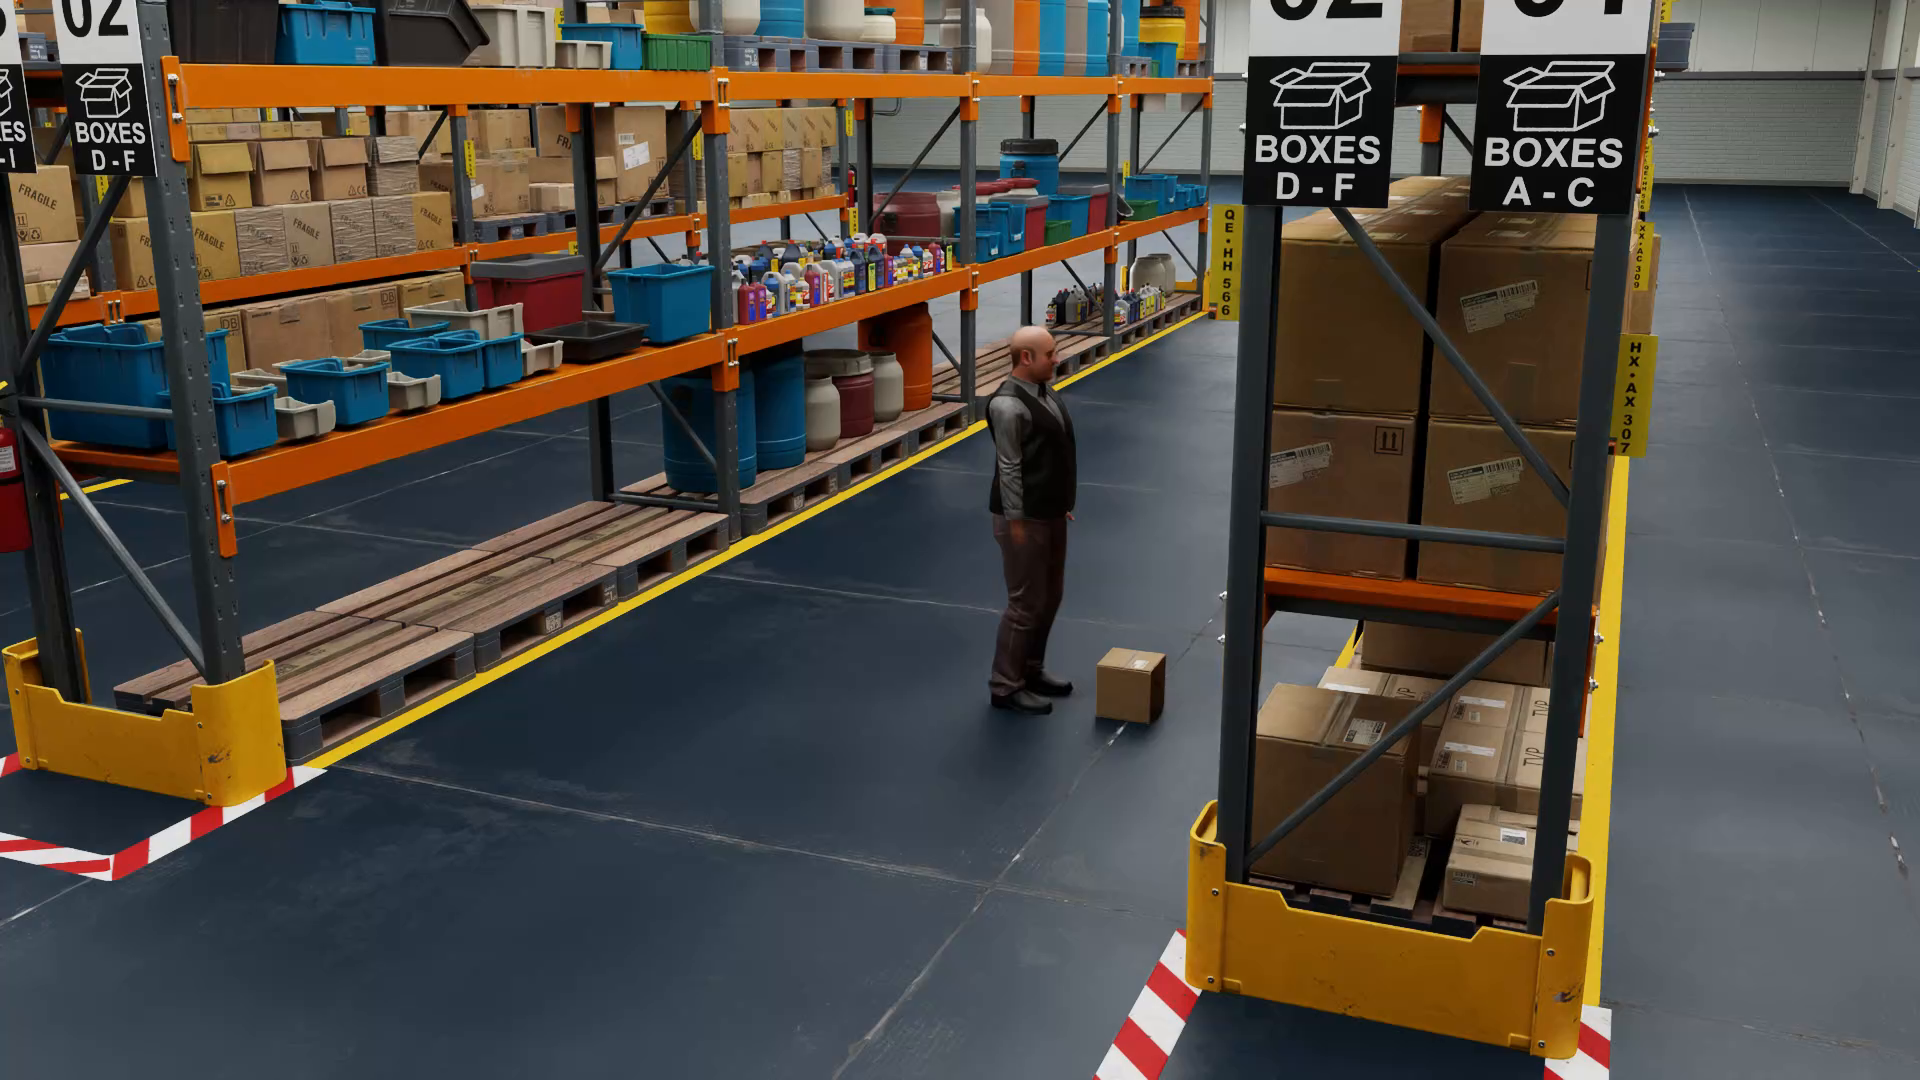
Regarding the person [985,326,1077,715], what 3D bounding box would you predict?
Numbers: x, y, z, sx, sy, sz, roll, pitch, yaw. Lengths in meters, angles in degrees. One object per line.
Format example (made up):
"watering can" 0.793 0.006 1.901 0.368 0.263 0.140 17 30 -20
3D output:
"person" 0.331 -0.102 7.463 0.360 1.721 0.533 6 17 22
